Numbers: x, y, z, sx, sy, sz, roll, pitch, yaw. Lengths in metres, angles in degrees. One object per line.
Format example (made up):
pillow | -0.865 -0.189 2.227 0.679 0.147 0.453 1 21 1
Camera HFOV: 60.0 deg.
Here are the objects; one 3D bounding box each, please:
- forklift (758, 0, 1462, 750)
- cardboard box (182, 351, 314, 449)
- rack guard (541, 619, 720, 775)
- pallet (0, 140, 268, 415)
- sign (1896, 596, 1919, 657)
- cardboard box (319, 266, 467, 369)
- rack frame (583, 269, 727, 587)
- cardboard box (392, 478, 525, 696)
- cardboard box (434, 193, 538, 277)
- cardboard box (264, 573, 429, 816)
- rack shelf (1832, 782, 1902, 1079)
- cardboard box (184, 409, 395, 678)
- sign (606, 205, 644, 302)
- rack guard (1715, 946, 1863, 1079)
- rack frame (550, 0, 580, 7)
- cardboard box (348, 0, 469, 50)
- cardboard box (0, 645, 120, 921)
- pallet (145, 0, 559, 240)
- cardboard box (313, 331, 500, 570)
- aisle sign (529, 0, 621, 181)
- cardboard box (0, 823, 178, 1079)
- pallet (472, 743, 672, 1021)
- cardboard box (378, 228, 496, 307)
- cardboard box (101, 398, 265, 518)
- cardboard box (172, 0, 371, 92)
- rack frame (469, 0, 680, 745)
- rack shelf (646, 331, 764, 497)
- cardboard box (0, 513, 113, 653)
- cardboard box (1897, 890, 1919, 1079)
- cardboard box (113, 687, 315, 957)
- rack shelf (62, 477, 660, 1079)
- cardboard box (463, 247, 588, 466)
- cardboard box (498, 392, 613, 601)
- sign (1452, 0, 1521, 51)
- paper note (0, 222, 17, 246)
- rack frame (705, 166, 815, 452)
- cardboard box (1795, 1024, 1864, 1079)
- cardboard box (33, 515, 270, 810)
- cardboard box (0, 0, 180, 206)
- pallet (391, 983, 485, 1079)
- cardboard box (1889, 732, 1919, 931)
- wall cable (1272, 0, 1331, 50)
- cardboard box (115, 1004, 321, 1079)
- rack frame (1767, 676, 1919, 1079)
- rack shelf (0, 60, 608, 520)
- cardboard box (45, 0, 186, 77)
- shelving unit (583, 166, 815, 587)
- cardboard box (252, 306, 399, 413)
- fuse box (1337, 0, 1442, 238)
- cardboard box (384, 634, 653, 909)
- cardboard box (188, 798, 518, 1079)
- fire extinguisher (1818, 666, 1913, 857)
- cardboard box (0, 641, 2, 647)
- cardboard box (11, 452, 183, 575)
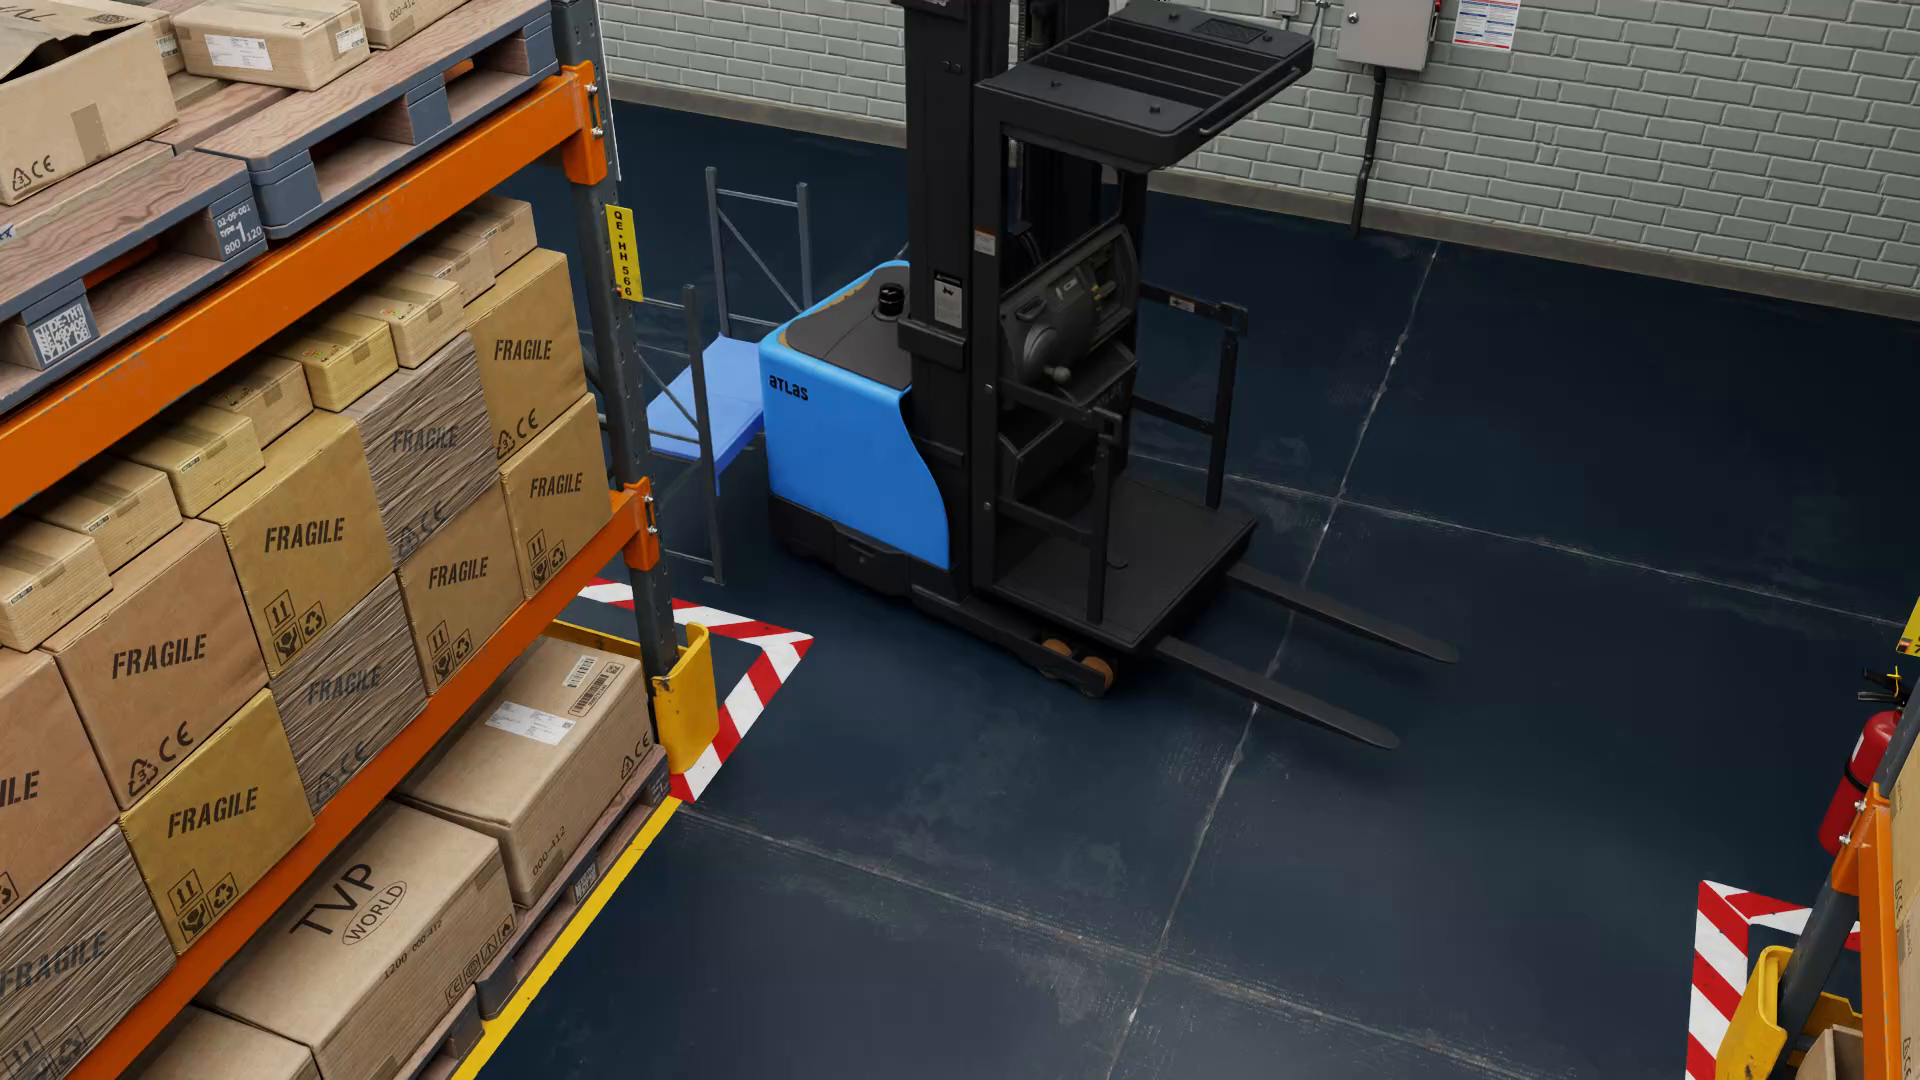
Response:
forklift | 0.613 -0.888 6.490 3.031 2.935 1.130 23 43 28
cardboard box | -1.912 -0.373 4.283 0.380 0.149 0.250 13 39 17
rack guard | -1.558 0.504 6.658 1.175 0.500 0.348 14 39 18
pallet | -2.303 -0.559 3.561 1.003 0.211 1.213 14 39 18
sign | 2.522 0.175 4.288 0.100 0.325 0.005 14 39 18
cardboard box | -1.614 -0.632 4.629 0.380 0.149 0.250 13 39 17
rack frame | -1.287 -0.456 7.107 0.500 1.500 0.032 13 39 17
cardboard box | -1.711 0.078 5.057 0.500 0.500 0.500 13 39 17
cardboard box | -1.519 -0.940 5.041 0.380 0.149 0.250 14 39 18
cardboard box | -1.898 0.365 4.673 0.500 0.500 0.500 15 39 19
rack shelf | 2.263 2.040 3.116 1.077 0.370 4.000 14 39 18
cardboard box | -1.894 -0.034 4.371 0.500 0.500 0.500 14 39 18
sign | -1.071 -0.911 5.298 0.100 0.325 0.005 14 39 18
rack guard | 2.995 1.688 5.074 1.175 0.500 0.348 14 39 18
rack frame | -1.567 -2.887 4.096 1.000 3.000 0.127 14 39 18
cardboard box | -1.655 -1.564 4.522 0.500 0.250 0.500 10 38 14
cardboard box | -2.281 0.523 3.627 0.500 0.500 0.500 15 39 19
pallet | -1.840 -1.237 4.468 1.003 0.211 1.213 14 39 18
cardboard box | -1.702 -0.307 4.737 0.500 0.500 0.500 14 39 18
aisle sign | -1.253 -1.494 5.072 0.394 0.787 0.004 14 39 18
cardboard box | -2.278 0.939 3.905 0.500 0.500 0.500 14 39 18
pallet | -1.799 1.094 6.110 1.003 0.211 1.213 14 39 18
cardboard box | -1.593 -0.794 4.846 0.380 0.149 0.250 15 39 19
cardboard box | -1.954 -0.221 4.079 0.380 0.149 0.250 15 39 19
cardboard box | -1.741 -1.273 4.218 0.380 0.149 0.250 11 38 14
rack frame | -1.567 -0.484 5.892 1.000 3.000 0.127 14 39 18
rack shelf | -1.098 -0.594 7.592 0.538 0.185 1.000 13 39 17
cardboard box | -2.132 0.076 3.682 0.380 0.149 0.250 14 39 18
cardboard box | 2.411 1.055 3.710 0.500 0.250 0.500 14 39 18
cardboard box | -2.082 0.654 4.286 0.500 0.500 0.500 15 39 19
rack shelf | -2.328 0.912 4.626 1.077 0.370 4.000 14 39 18
cardboard box | -1.531 -0.603 5.133 0.500 0.500 0.500 15 39 19
cardboard box | -1.506 -0.196 5.424 0.500 0.500 0.500 14 39 18
sign | 2.979 -3.016 9.359 0.329 0.494 0.001 14 39 18
paper note | -1.828 -0.559 3.133 0.006 0.032 0.123 14 39 18
rack frame | -0.909 -1.021 7.863 0.500 1.500 0.032 13 39 17
cardboard box | 2.704 1.794 4.579 0.797 0.503 0.637 12 39 16
cardboard box | -2.087 0.244 3.999 0.500 0.500 0.500 14 39 17
cardboard box | -2.183 -1.040 3.771 0.500 0.311 0.500 15 39 19
pallet | -2.265 1.767 5.210 1.003 0.211 1.213 14 39 18
cardboard box | 2.602 0.776 4.084 0.500 0.250 0.500 14 39 18
wall cable | 1.872 -3.701 9.348 0.588 1.984 0.122 14 39 18
cardboard box | -2.411 1.770 4.666 0.875 0.438 0.875 13 39 16
rack frame | 3.024 0.645 4.382 1.000 3.000 0.127 14 39 18
rack shelf | -2.328 -0.290 3.728 1.077 0.370 4.000 14 39 18
cardboard box | -2.194 -1.243 4.177 0.380 0.149 0.250 15 39 19
shelving unit | -1.098 -0.738 7.485 0.538 1.500 1.048 13 39 17
cardboard box | -1.747 -0.502 4.455 0.380 0.149 0.250 15 39 19
fuse box | 2.444 -2.536 9.713 0.539 1.711 0.414 14 39 18
cardboard box | -1.726 0.763 6.014 0.875 0.438 0.875 13 39 16
cardboard box | -2.067 1.271 5.333 0.875 0.438 0.875 15 39 19
fire extinguisher | 2.653 0.639 4.766 0.296 0.674 0.183 14 39 18
cardboard box | -2.290 0.196 3.521 0.380 0.149 0.250 14 39 18
cardboard box | -2.071 -0.080 3.891 0.380 0.149 0.250 15 39 19
